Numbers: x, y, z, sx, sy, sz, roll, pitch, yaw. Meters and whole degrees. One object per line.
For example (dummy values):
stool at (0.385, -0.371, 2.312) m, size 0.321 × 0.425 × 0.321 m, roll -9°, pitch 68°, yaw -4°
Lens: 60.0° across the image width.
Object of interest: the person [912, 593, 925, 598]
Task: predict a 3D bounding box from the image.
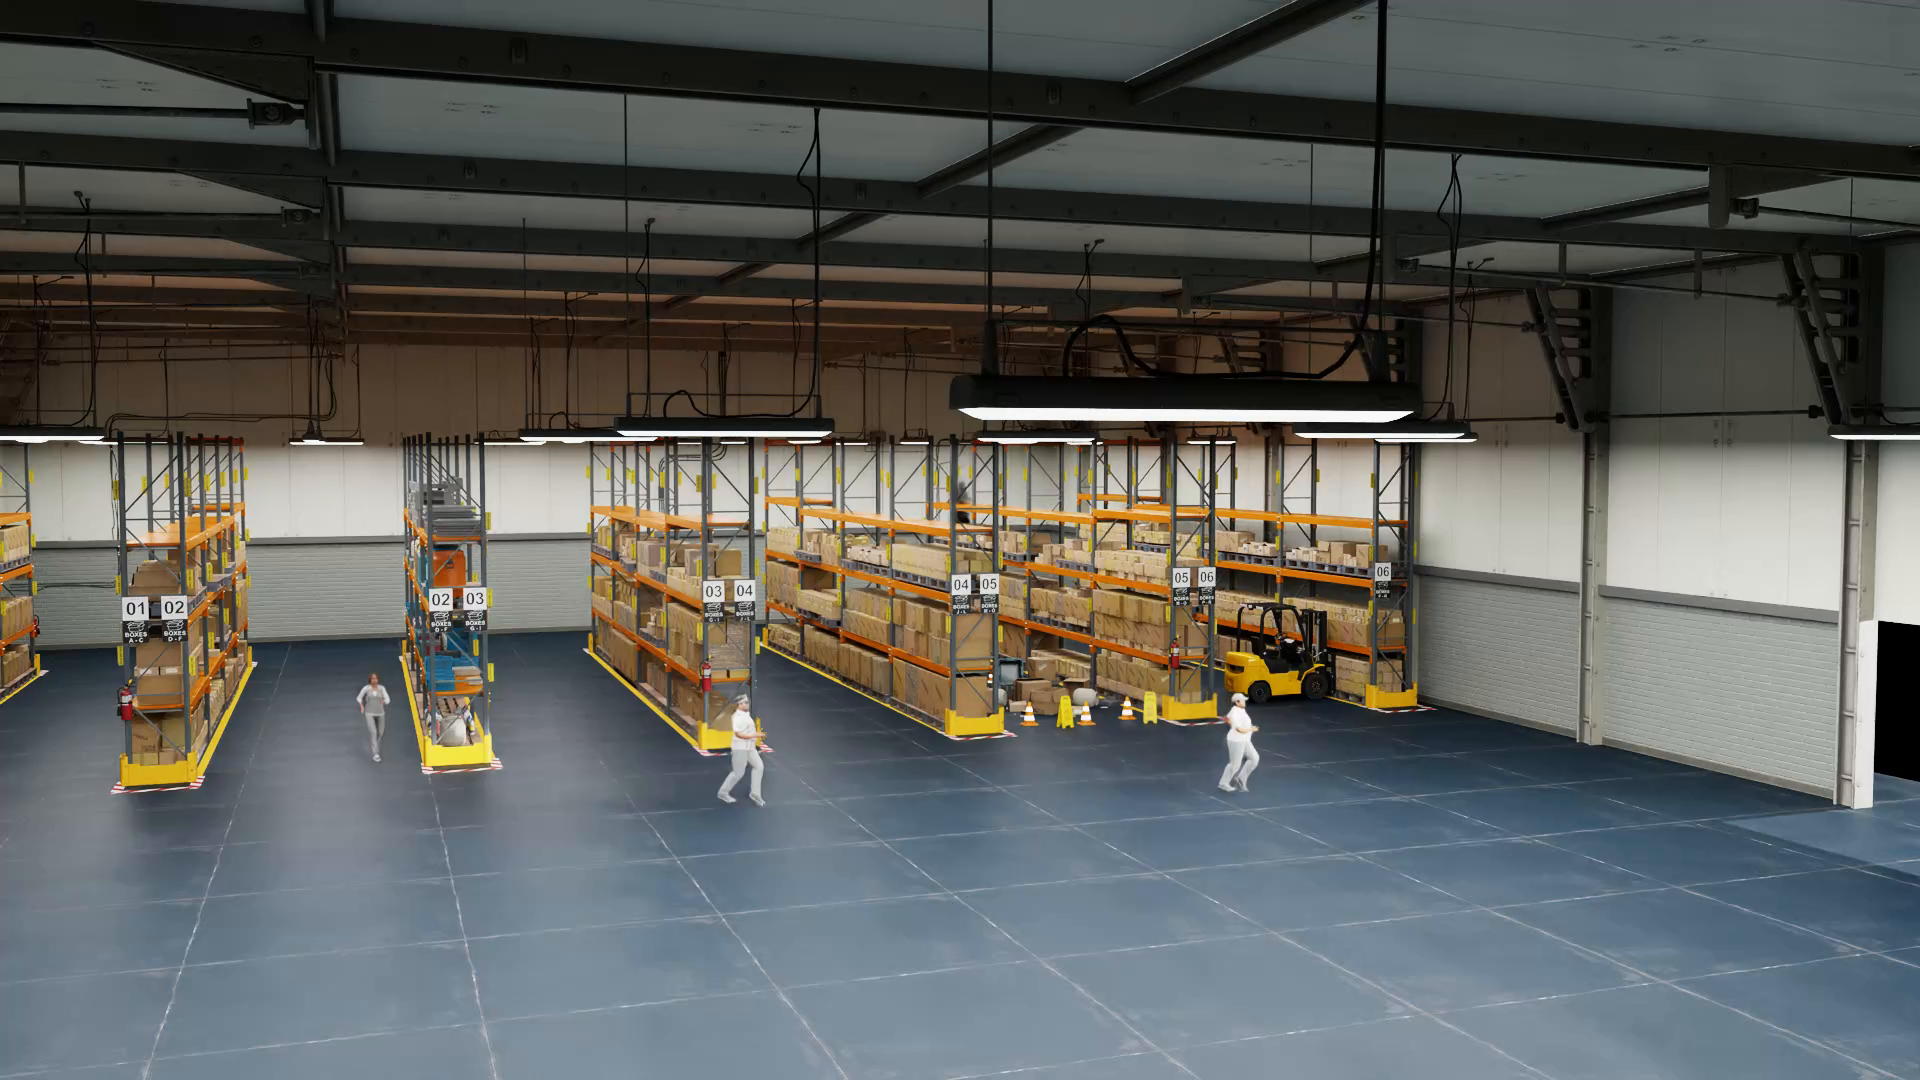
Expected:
person at (-1.153, 2.060, 51.383) m, size 0.683 × 1.774 × 0.739 m, roll -1°, pitch 3°, yaw -18°

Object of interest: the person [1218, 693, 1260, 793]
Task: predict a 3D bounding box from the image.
person at (4.640, 3.375, 27.552) m, size 0.688 × 1.675 × 0.578 m, roll 1°, pitch 3°, yaw 23°

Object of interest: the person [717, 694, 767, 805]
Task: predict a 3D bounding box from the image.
person at (-3.503, 3.373, 26.660) m, size 0.788 × 1.844 × 0.663 m, roll 1°, pitch 3°, yaw 9°

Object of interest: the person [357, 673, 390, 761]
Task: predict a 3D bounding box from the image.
person at (-10.761, 3.220, 30.552) m, size 0.543 × 1.576 × 0.877 m, roll -2°, pitch 4°, yaw -31°
